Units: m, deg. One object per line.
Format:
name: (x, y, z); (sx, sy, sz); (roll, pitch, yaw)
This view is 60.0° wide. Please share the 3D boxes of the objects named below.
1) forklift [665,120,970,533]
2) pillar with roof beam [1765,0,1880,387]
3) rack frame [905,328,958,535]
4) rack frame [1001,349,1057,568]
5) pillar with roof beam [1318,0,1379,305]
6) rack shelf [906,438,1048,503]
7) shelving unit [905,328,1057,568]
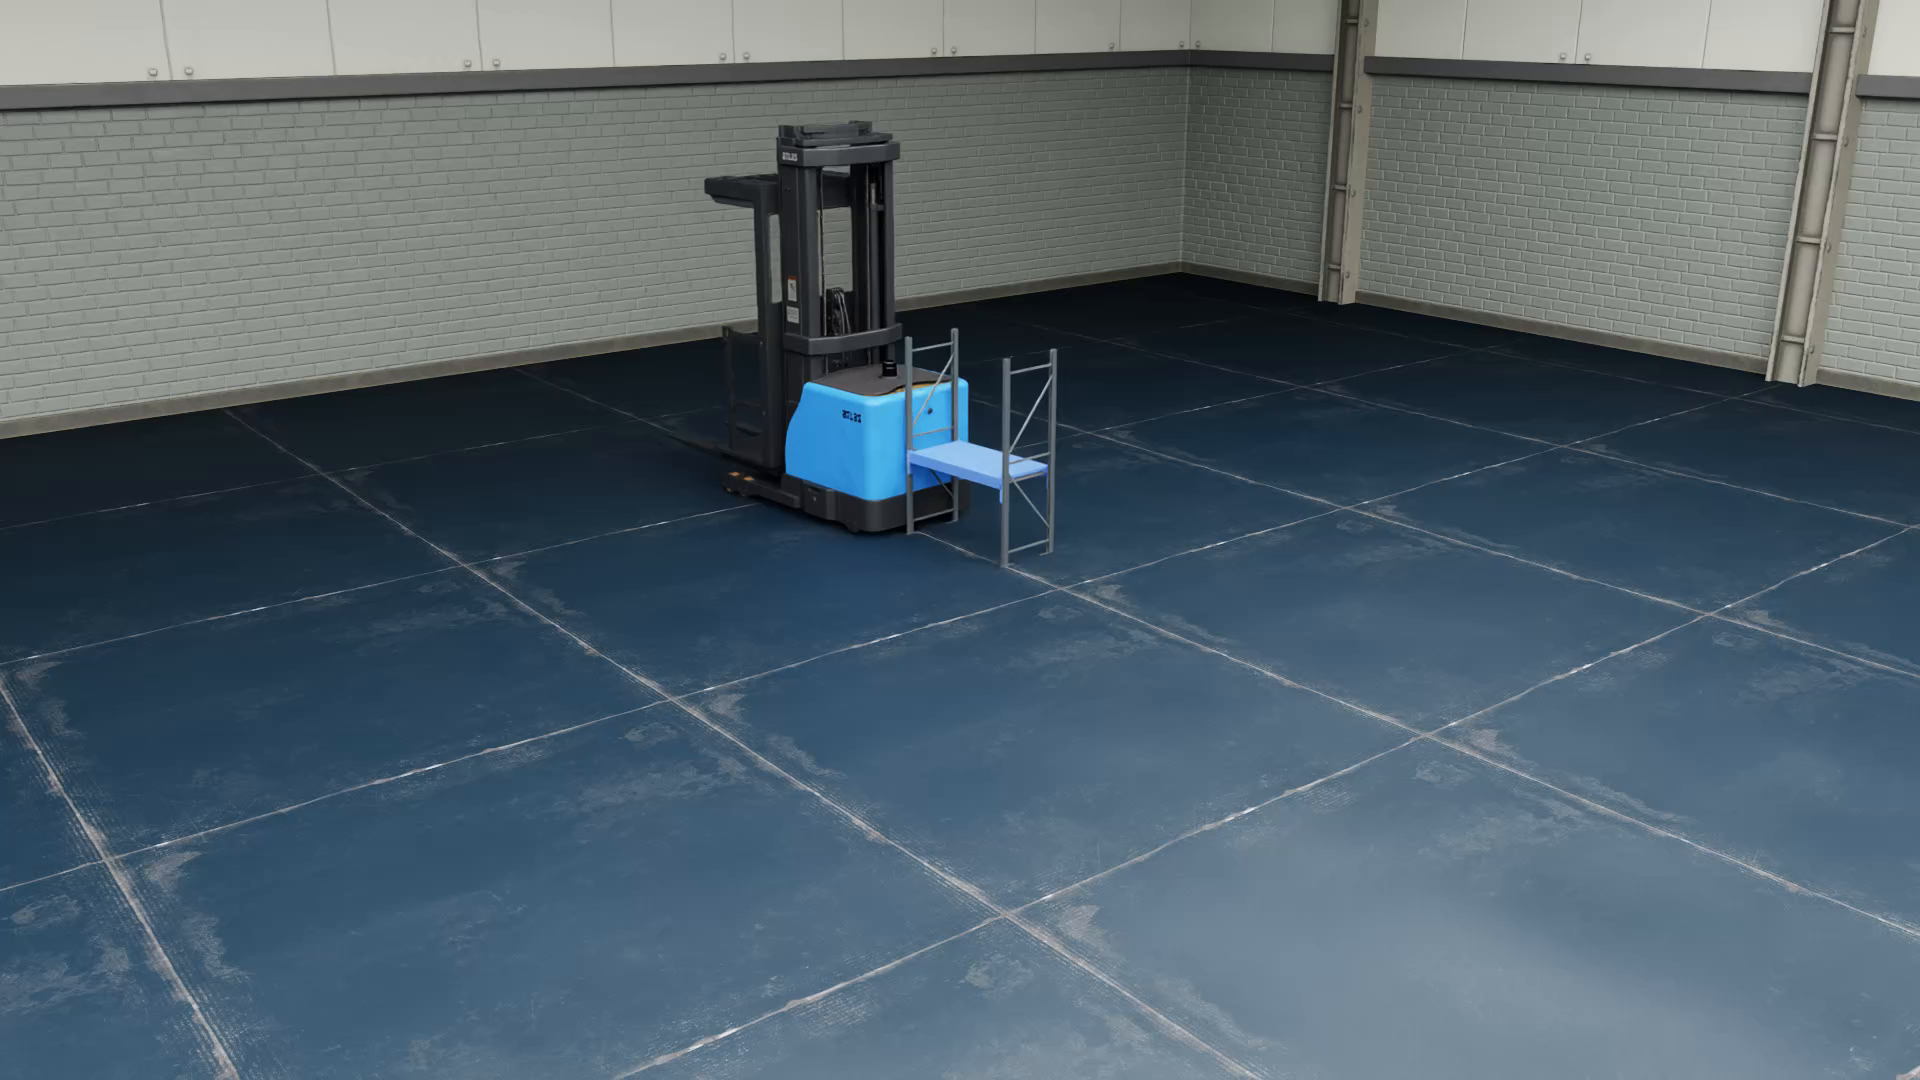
forklift: (-1.290, -1.829, 13.223); (1.130, 2.935, 3.031); (-16, 24, -40)
pillar with roof beam: (5.296, -5.085, 13.404); (9.100, 9.000, 0.400); (-14, 23, -36)
rack frame: (-0.207, -0.802, 12.400); (0.500, 1.500, 0.032); (-16, 24, -40)
rack frame: (0.484, -0.568, 11.692); (0.500, 1.500, 0.032); (-16, 24, -40)
pillar with roof beam: (1.570, -6.564, 17.869); (9.100, 9.000, 0.400); (-14, 23, -36)
rack shelf: (0.138, -0.514, 12.102); (0.538, 0.185, 1.000); (-16, 24, -40)
shelving unit: (0.138, -0.685, 12.046); (0.538, 1.500, 1.048); (-16, 24, -40)
